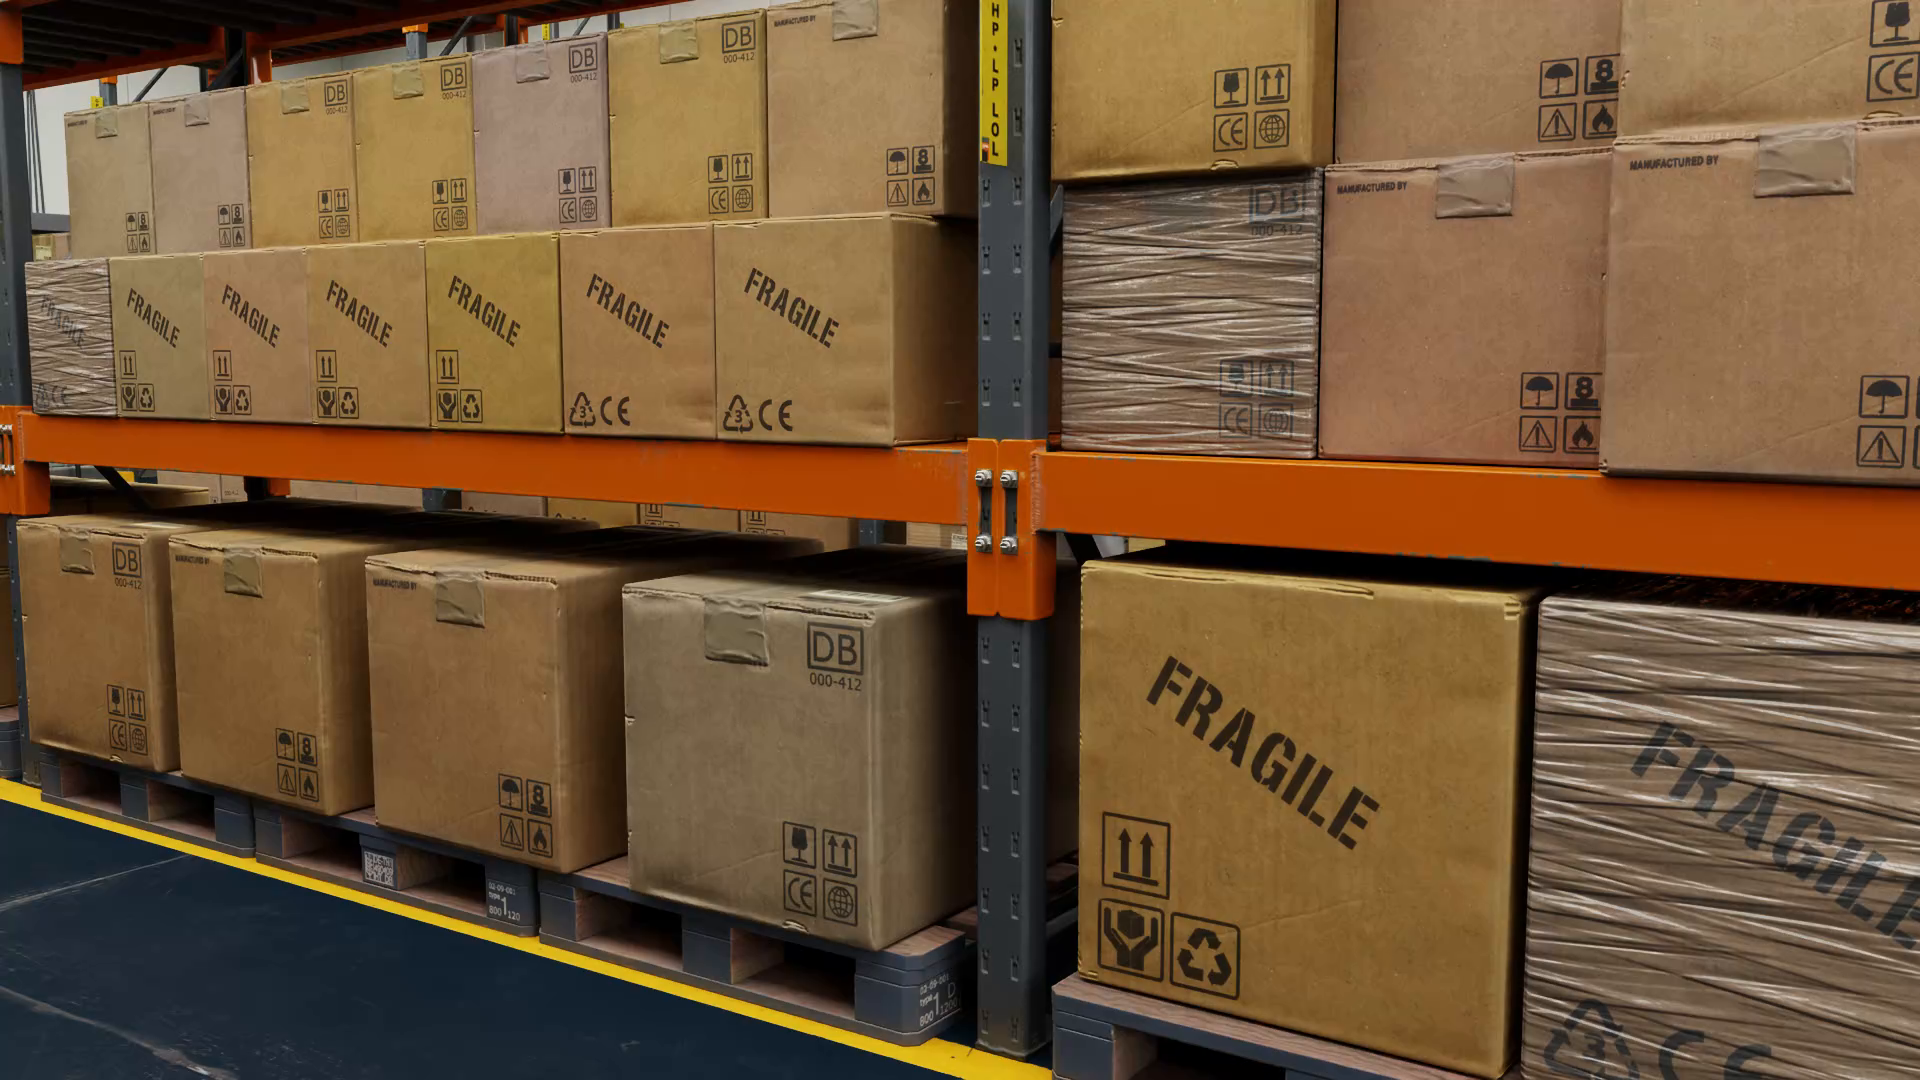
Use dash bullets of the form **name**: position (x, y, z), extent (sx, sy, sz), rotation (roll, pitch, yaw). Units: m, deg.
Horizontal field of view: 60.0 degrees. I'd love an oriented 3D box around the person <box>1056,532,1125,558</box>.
- **person**: position (0.518, -0.130, 7.362), extent (0.449, 1.631, 0.350), rotation (4, 8, 35)
